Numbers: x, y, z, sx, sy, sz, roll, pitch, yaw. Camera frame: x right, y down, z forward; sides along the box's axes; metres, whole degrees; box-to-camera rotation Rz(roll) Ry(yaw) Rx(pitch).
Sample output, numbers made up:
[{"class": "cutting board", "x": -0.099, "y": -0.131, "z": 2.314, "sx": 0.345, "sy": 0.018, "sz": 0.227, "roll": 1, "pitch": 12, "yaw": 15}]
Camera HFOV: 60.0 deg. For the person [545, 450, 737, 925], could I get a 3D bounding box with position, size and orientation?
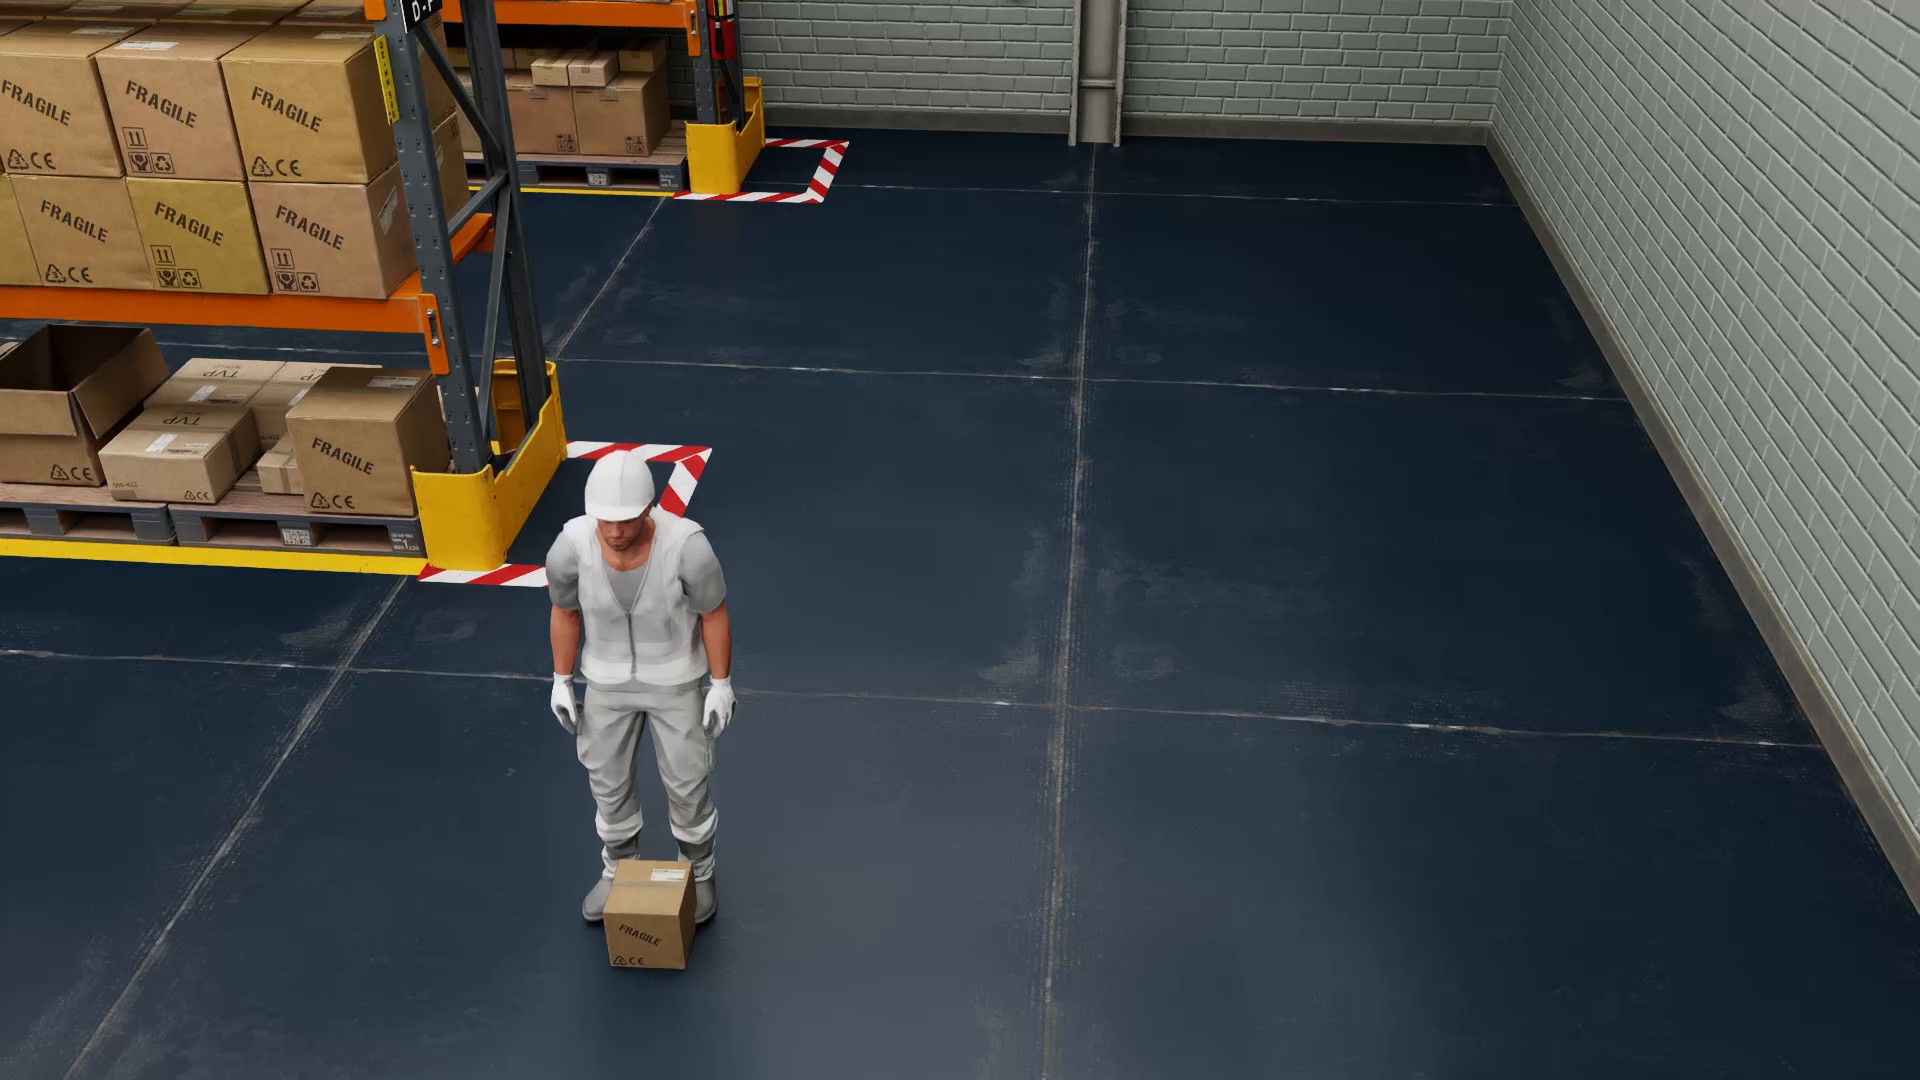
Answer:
[{"class": "person", "x": -1.020, "y": 0.479, "z": 5.345, "sx": 0.600, "sy": 1.778, "sz": 0.451, "roll": 1, "pitch": 32, "yaw": 2}]
